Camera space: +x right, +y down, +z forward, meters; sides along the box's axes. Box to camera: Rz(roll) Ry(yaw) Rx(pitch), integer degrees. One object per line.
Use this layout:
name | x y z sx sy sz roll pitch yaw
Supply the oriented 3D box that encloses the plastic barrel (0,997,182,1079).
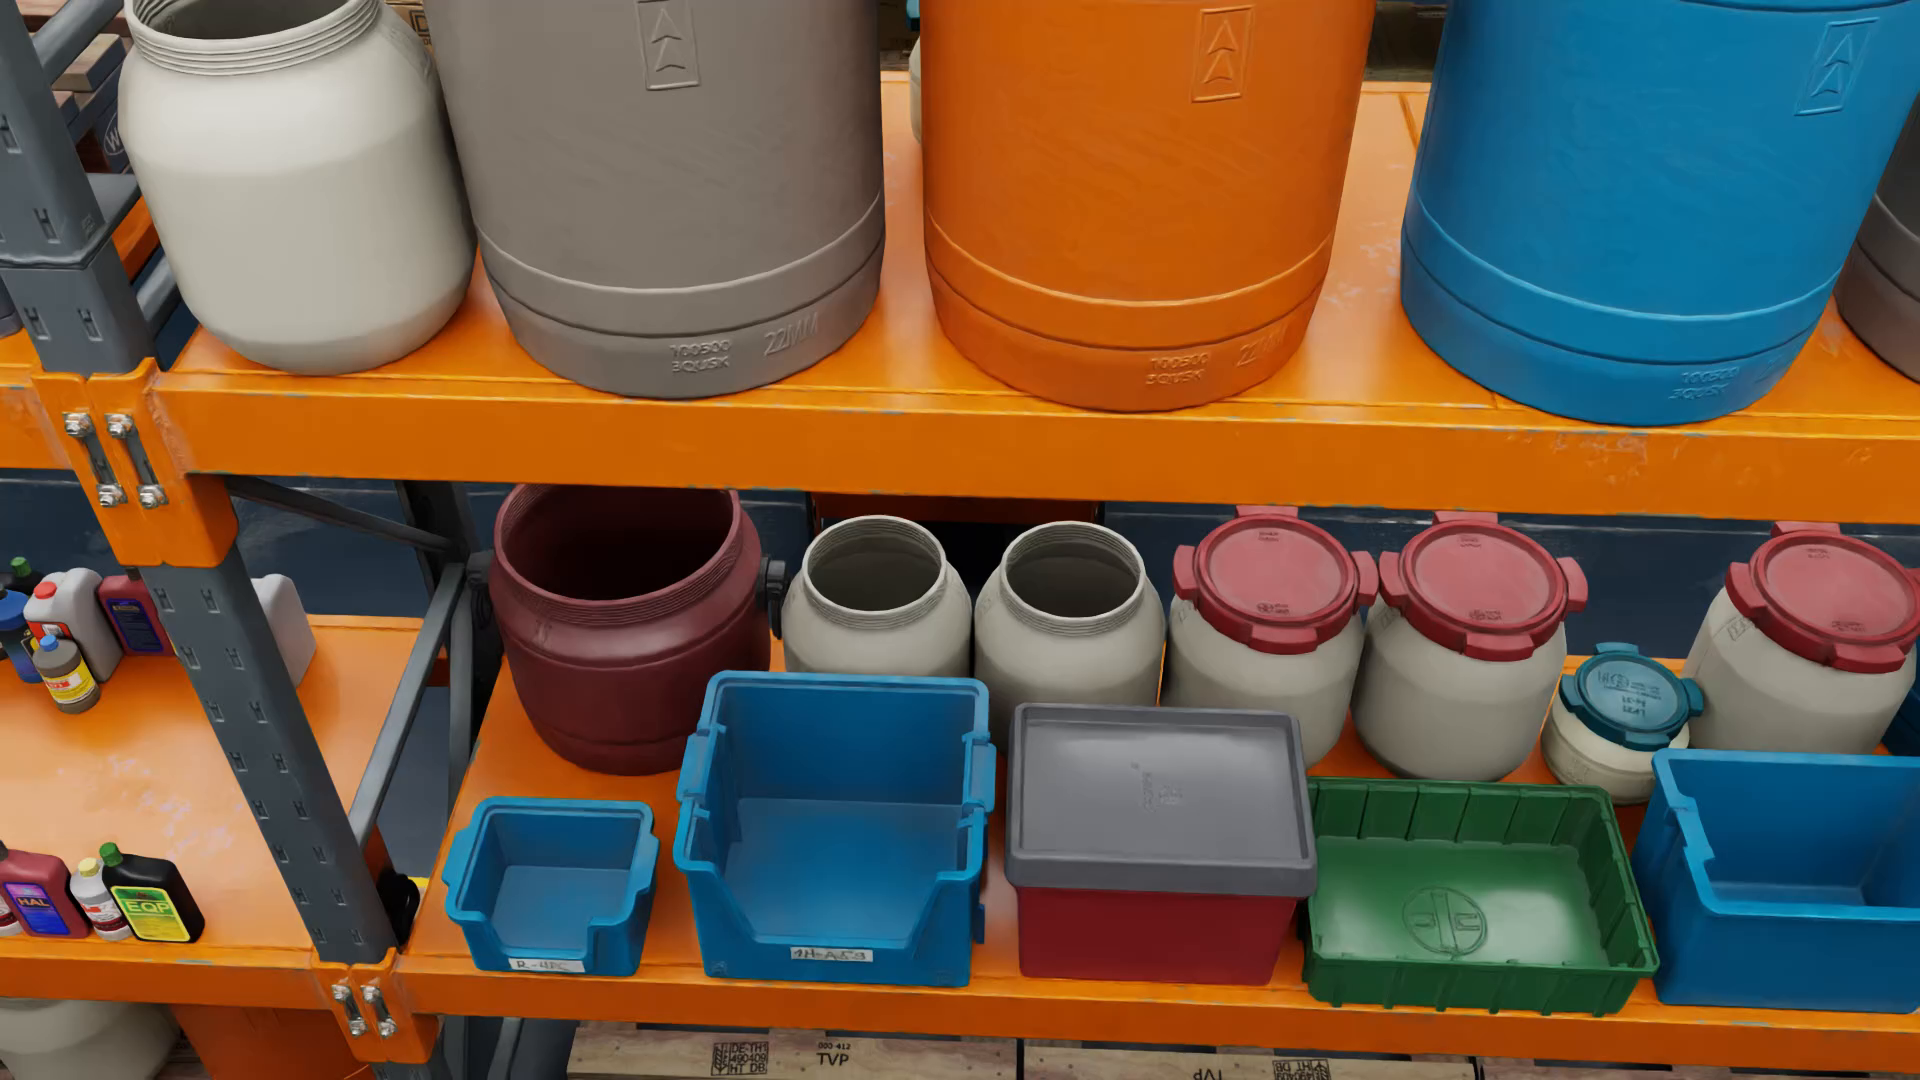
plastic barrel | -2.277 1.189 4.291 0.421 0.512 0.421 0 43 0

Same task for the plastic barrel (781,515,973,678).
plastic barrel | -0.182 0.237 3.713 0.421 0.512 0.421 0 43 0

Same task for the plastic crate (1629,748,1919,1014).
plastic crate | 1.661 0.699 3.311 0.575 0.384 0.392 2 43 2

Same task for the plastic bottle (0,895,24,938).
plastic bottle | -1.988 0.720 3.423 0.097 0.201 0.097 0 43 0

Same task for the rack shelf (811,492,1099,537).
rack shelf | -0.007 -0.233 6.033 1.000 0.278 0.538 2 43 2

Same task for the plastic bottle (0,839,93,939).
plastic bottle | -1.873 0.706 3.378 0.133 0.283 0.061 2 43 2

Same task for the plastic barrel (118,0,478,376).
plastic barrel | -0.923 -0.528 2.334 0.421 0.512 0.421 0 43 0

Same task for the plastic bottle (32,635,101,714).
plastic bottle | -2.086 0.303 3.870 0.097 0.201 0.097 0 43 0

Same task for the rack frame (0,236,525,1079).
rack frame | -1.219 0.392 3.629 0.127 3.000 1.000 2 43 2

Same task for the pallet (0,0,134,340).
pallet | -1.979 -0.727 2.767 1.213 0.211 1.003 2 43 2

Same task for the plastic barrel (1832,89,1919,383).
plastic barrel | 1.605 -0.654 2.183 0.600 0.901 0.600 0 43 0

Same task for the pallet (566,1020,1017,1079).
pallet | -0.447 1.462 4.525 1.213 0.211 1.003 2 43 2

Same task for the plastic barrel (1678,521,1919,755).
plastic barrel | 1.831 0.286 3.642 0.433 0.535 0.433 0 43 0

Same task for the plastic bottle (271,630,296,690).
plastic bottle | -1.644 0.307 3.810 0.135 0.276 0.152 2 43 2

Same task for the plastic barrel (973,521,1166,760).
plastic barrel | 0.239 0.250 3.699 0.421 0.512 0.421 0 43 0

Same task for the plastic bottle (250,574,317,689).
plastic bottle | -1.637 0.204 3.922 0.135 0.276 0.152 2 43 2

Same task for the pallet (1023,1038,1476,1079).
pallet | 0.768 1.502 4.483 1.213 0.211 1.003 2 43 2

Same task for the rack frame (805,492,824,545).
rack frame | -0.515 -0.427 5.884 0.032 1.125 0.500 2 43 2

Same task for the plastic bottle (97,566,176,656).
plastic bottle | -1.963 0.160 3.963 0.133 0.283 0.061 2 43 2

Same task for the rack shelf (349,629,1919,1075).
rack shelf | 0.779 0.717 3.808 4.000 0.370 1.077 2 43 2

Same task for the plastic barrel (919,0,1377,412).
plastic barrel | 0.245 -0.670 2.253 0.708 0.830 0.600 2 43 2

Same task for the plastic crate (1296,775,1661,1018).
plastic crate | 1.024 0.731 3.420 0.662 0.188 0.450 2 43 2

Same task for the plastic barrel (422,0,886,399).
plastic barrel | -0.409 -0.716 2.250 0.600 0.901 0.600 0 43 0

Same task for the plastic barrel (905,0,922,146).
plastic barrel | 0.062 -0.775 2.782 0.301 0.262 0.301 0 43 0

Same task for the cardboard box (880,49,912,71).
cardboard box | -0.326 -2.220 7.944 0.500 0.500 0.700 0 43 0

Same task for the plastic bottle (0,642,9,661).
plastic bottle | -2.347 0.191 3.990 0.097 0.201 0.097 0 43 0

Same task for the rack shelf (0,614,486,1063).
rack shelf | -3.217 0.594 3.940 4.000 0.370 1.077 2 43 2

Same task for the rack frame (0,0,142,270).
rack frame | -1.219 -1.803 1.584 0.127 3.000 1.000 2 43 2

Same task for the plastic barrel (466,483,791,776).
plastic barrel | -0.742 0.150 3.788 0.708 0.536 0.600 2 43 2

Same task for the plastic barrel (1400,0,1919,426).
plastic barrel | 0.952 -0.674 2.205 0.708 0.901 0.600 2 43 2

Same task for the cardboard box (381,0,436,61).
cardboard box | -2.575 -2.425 7.903 0.875 0.875 1.225 2 43 2

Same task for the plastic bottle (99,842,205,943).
plastic bottle | -1.643 0.713 3.370 0.133 0.283 0.061 2 43 2

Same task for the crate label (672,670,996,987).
crate label | -0.239 0.594 3.386 0.616 0.435 0.502 2 43 2

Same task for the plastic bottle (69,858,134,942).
plastic bottle | -1.757 0.727 3.415 0.097 0.201 0.097 0 43 0

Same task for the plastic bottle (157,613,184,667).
plastic bottle | -1.849 0.206 3.974 0.097 0.201 0.097 0 43 0

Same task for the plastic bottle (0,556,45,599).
plastic bottle | -2.231 0.152 3.972 0.133 0.283 0.061 2 43 2

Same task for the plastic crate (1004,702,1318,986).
plastic crate | 0.381 0.626 3.330 0.583 0.464 0.402 2 43 2

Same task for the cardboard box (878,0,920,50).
cardboard box | -0.326 -2.501 7.695 0.500 0.250 0.500 3 43 4

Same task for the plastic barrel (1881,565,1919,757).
plastic barrel | 2.404 0.113 3.560 0.708 0.901 0.600 2 43 2

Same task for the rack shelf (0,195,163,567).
rack shelf | -3.217 -0.504 2.917 4.000 0.370 1.077 2 43 2

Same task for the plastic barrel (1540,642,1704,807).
plastic barrel | 1.461 0.420 3.700 0.301 0.262 0.301 0 43 0

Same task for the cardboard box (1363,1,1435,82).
cardboard box | 1.912 -2.165 7.885 0.500 0.500 0.700 2 43 2

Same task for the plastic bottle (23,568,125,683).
plastic bottle | -2.099 0.190 3.937 0.135 0.276 0.152 2 43 2

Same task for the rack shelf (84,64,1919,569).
rack shelf | 0.779 -0.381 2.786 4.000 0.370 1.077 2 43 2

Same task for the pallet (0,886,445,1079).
pallet | -2.009 1.416 4.575 1.213 0.211 1.003 2 43 2

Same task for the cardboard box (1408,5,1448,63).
cardboard box | 2.387 -2.138 7.855 0.500 0.500 0.700 -1 43 -1

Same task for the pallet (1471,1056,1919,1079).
pallet | 1.990 1.537 4.445 1.213 0.211 1.003 2 43 2

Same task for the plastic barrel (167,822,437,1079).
plastic barrel | -1.709 1.029 4.229 0.708 0.830 0.600 2 43 2

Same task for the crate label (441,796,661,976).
crate label | -0.815 0.721 3.398 0.416 0.233 0.303 2 43 2

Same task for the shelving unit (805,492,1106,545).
shelving unit | -0.007 -0.412 5.867 1.048 1.125 0.538 2 43 2

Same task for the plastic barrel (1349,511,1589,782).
plastic barrel | 1.098 0.264 3.667 0.433 0.535 0.433 0 43 0

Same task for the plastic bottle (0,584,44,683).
plastic bottle | -2.217 0.211 3.918 0.097 0.271 0.097 0 43 0

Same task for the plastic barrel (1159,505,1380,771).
plastic barrel | 0.666 0.250 3.681 0.433 0.535 0.433 0 43 0

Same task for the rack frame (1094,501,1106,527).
rack frame | 0.501 -0.396 5.850 0.032 1.125 0.500 2 43 2
